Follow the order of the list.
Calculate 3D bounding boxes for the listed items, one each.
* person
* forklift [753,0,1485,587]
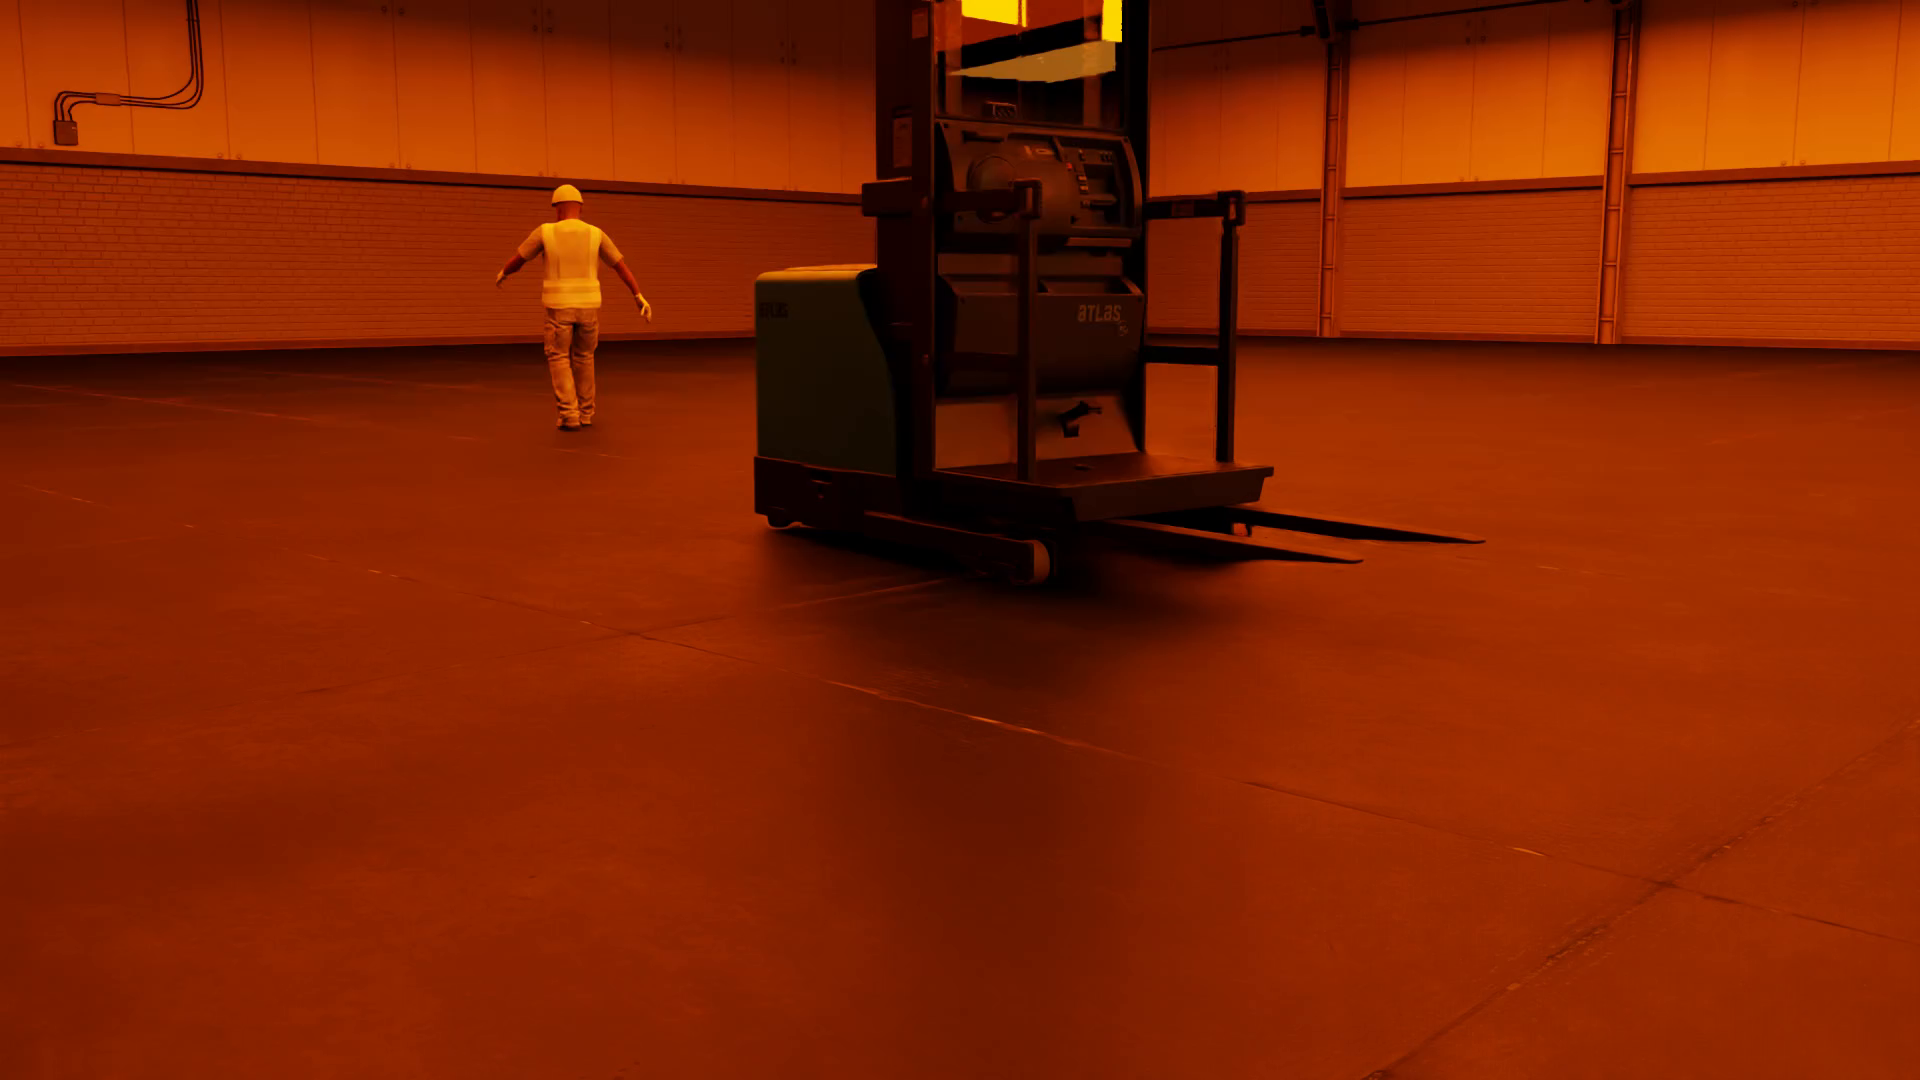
[{"bbox_3d":[-2.819,-1.703,12.169,1.016,1.756,0.768,-4,9,-25],"label":"person"},{"bbox_3d":[0.444,-1.373,5.993,1.130,2.935,3.031,-7,11,-38],"label":"forklift"}]
